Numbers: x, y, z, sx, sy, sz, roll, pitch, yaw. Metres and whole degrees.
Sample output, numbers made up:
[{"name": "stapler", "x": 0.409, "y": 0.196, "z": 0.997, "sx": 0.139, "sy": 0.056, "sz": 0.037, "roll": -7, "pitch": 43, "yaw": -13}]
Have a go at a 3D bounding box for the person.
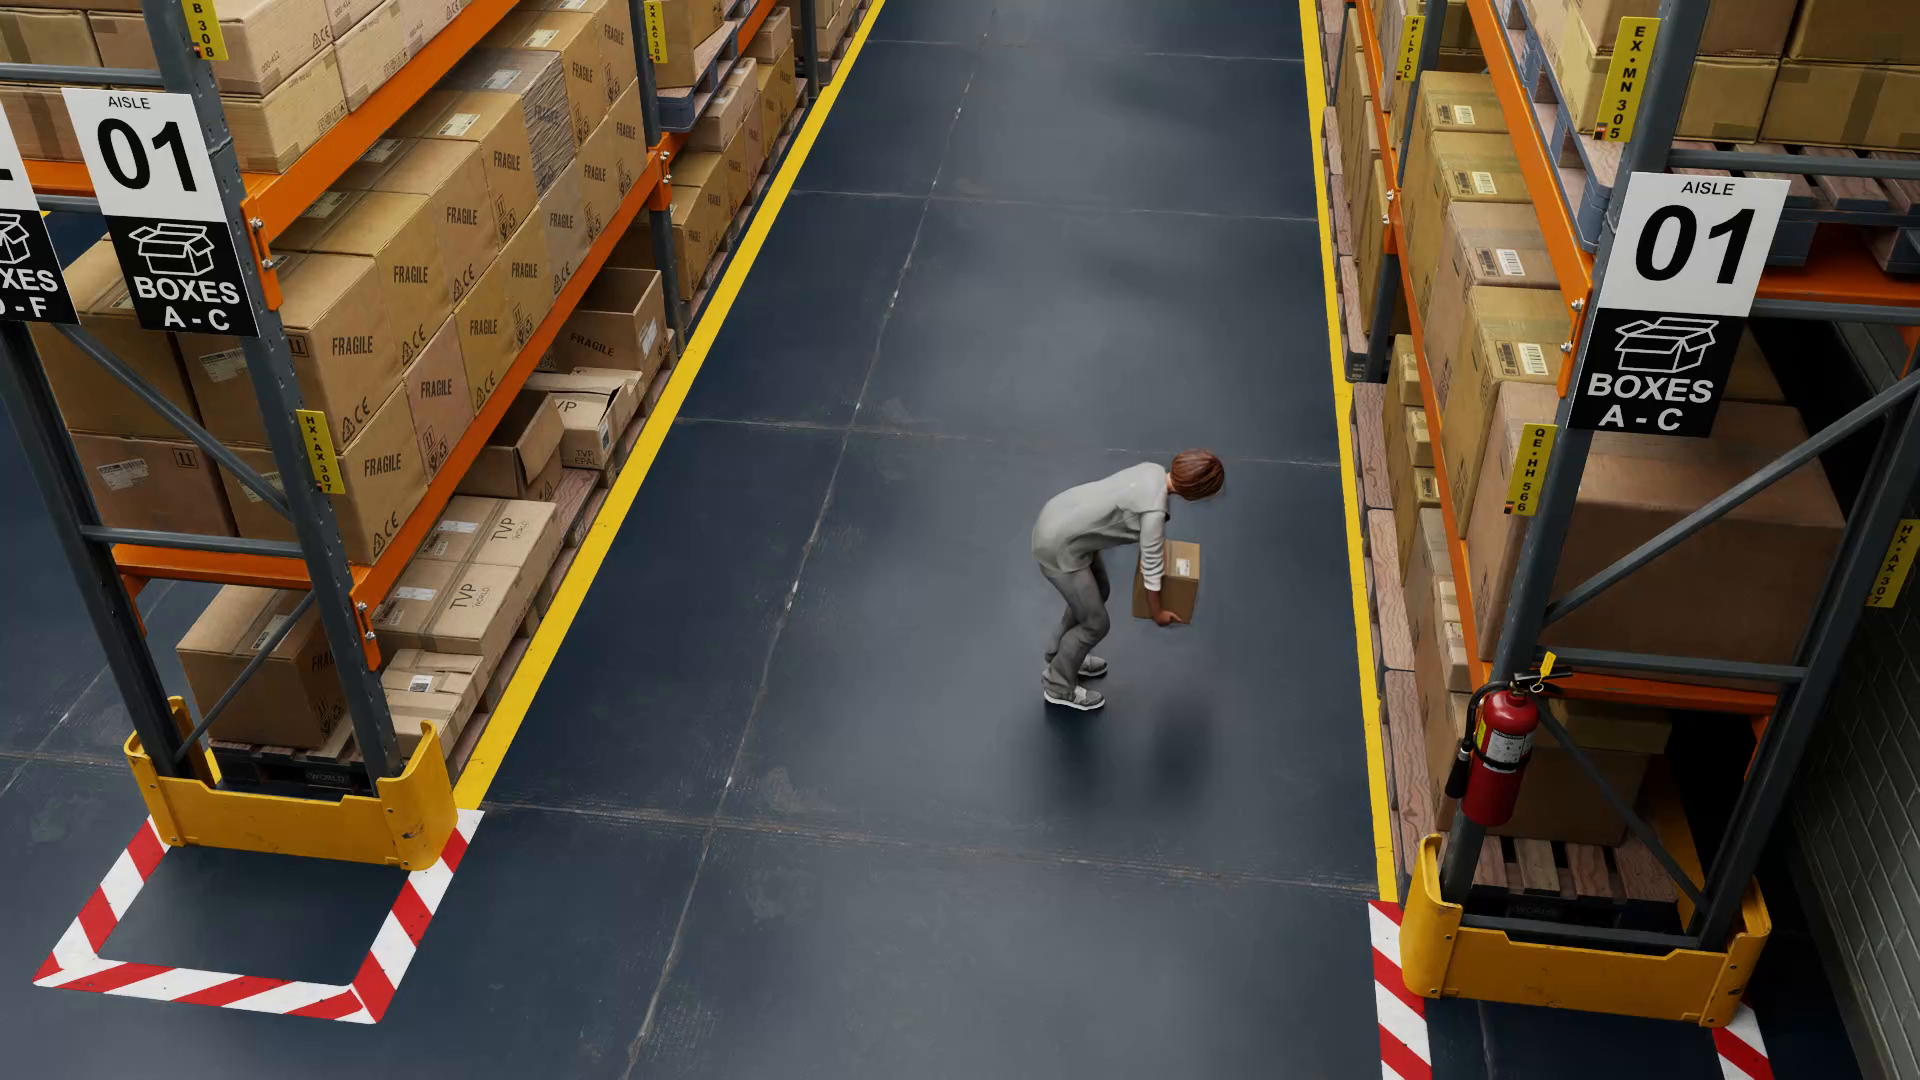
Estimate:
[{"name": "person", "x": 0.687, "y": 0.154, "z": 7.096, "sx": 0.780, "sy": 1.293, "sz": 0.386, "roll": 4, "pitch": 37, "yaw": 5}]
